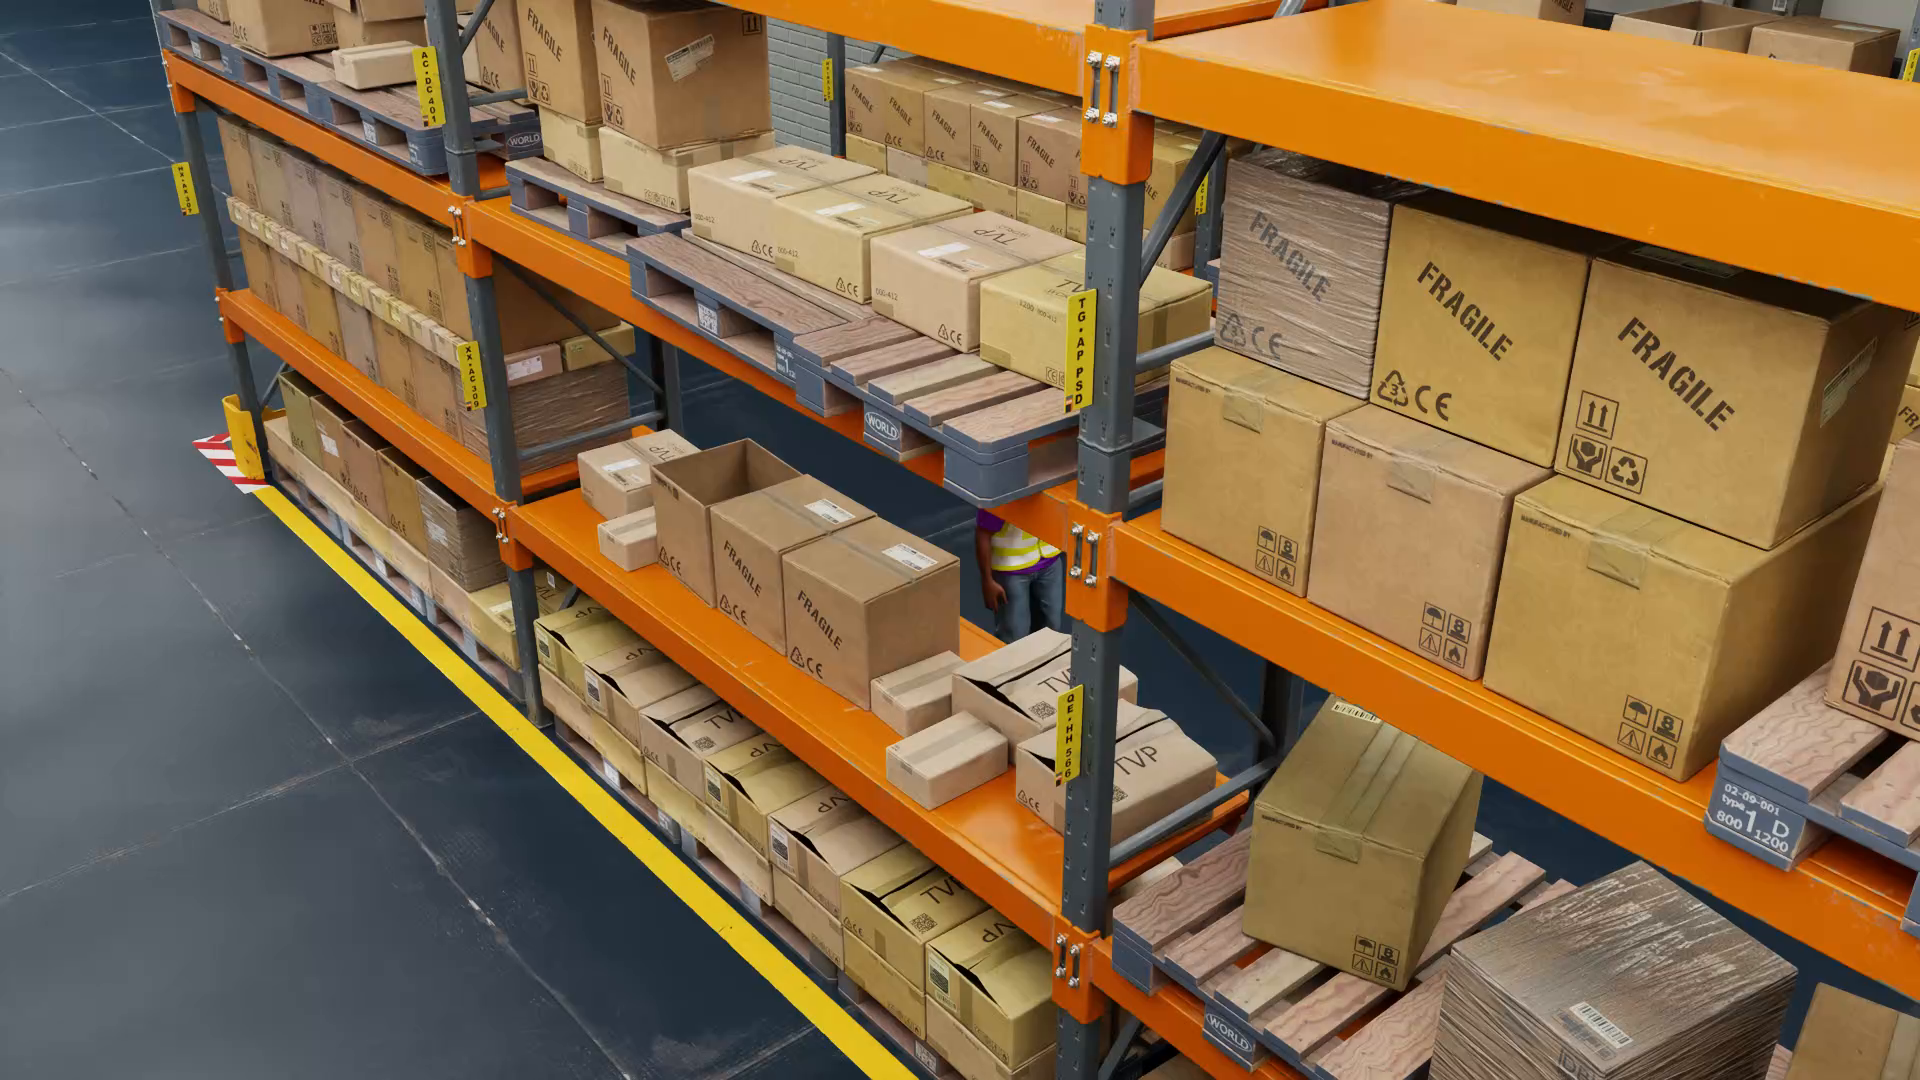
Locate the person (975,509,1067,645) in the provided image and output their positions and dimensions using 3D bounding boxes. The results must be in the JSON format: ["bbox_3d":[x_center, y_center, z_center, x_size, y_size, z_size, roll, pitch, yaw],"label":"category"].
[{"bbox_3d":[0.348,0.129,8.360,0.625,1.760,0.460,-22,35,-35],"label":"person"}]
